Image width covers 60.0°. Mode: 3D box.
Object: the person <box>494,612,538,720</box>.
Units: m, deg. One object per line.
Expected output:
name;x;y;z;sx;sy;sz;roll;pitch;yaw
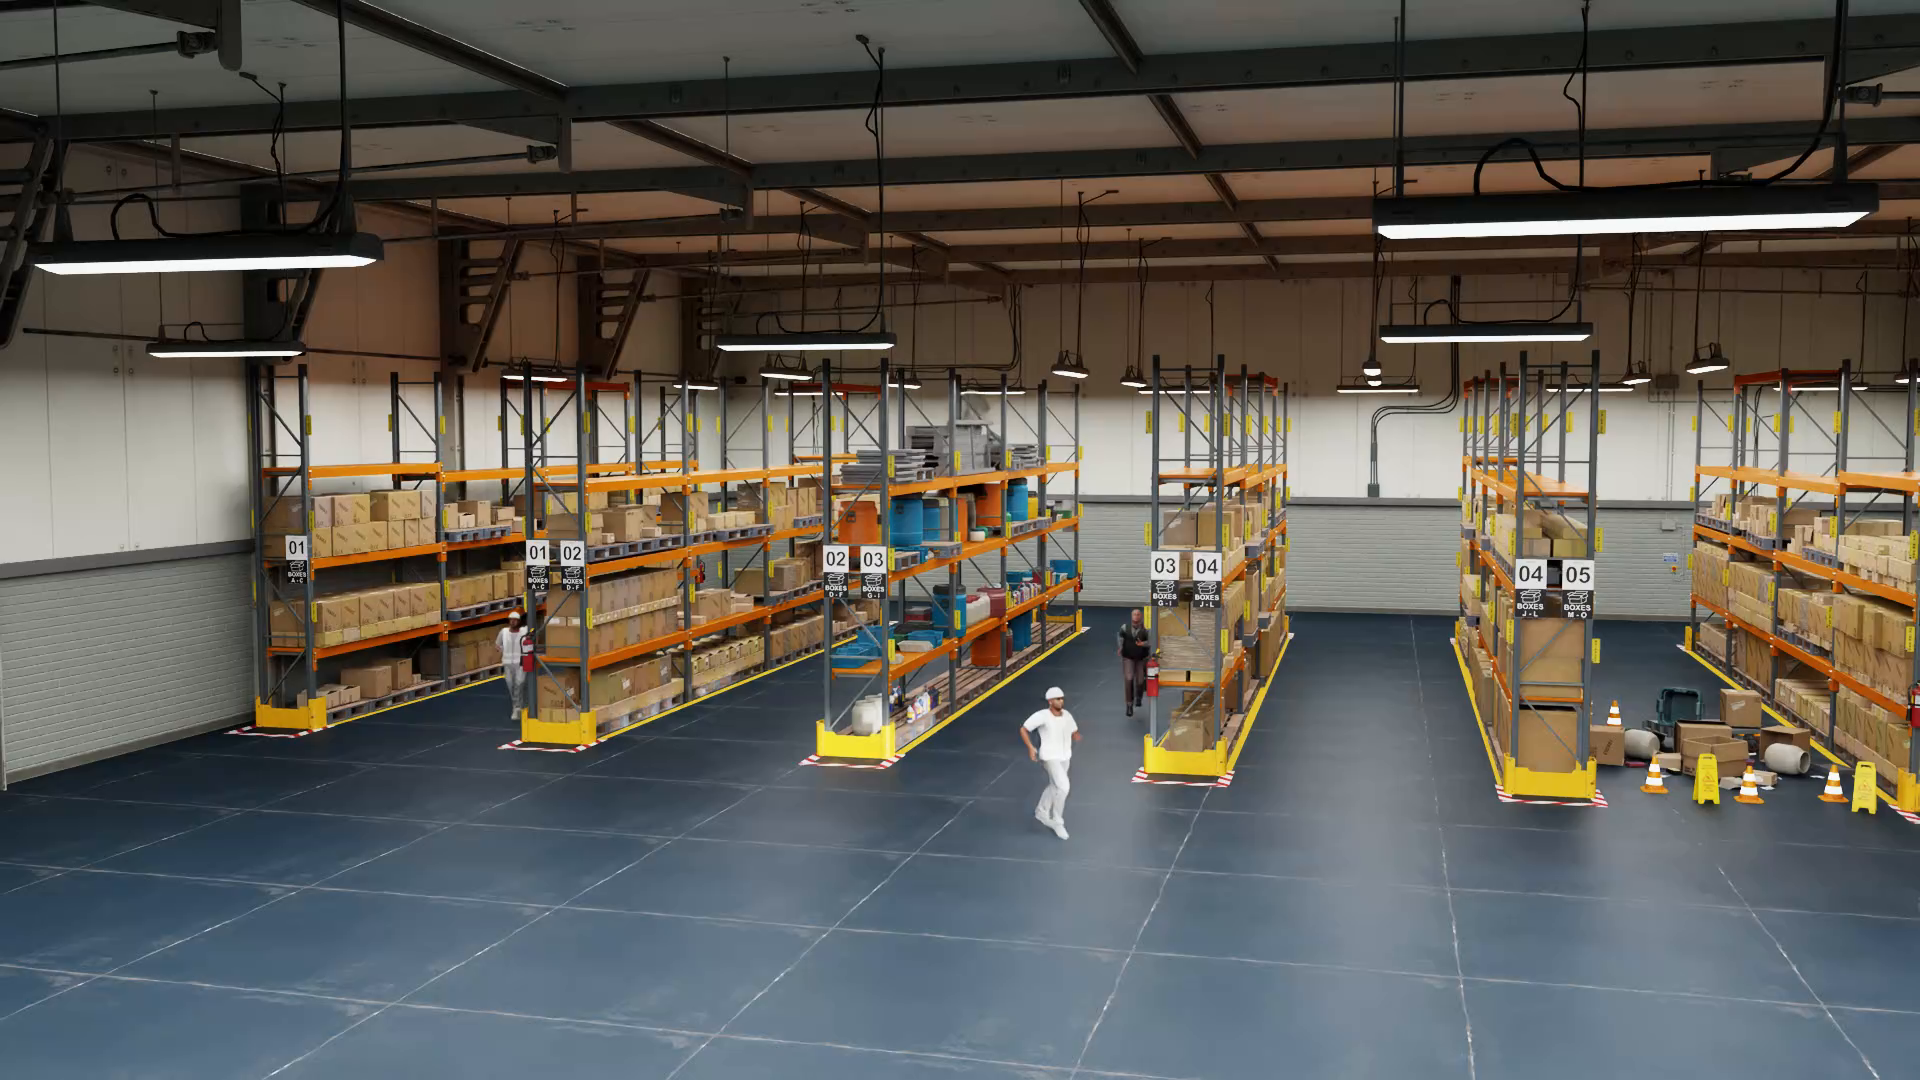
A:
person;-7.611;2.118;28.426;0.675;1.786;0.967;0;4;-2

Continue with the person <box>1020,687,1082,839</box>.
person;1.170;2.713;20.404;0.676;1.818;0.765;-4;6;-44

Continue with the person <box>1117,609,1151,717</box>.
person;2.920;2.045;28.048;0.546;1.759;0.798;0;4;6
